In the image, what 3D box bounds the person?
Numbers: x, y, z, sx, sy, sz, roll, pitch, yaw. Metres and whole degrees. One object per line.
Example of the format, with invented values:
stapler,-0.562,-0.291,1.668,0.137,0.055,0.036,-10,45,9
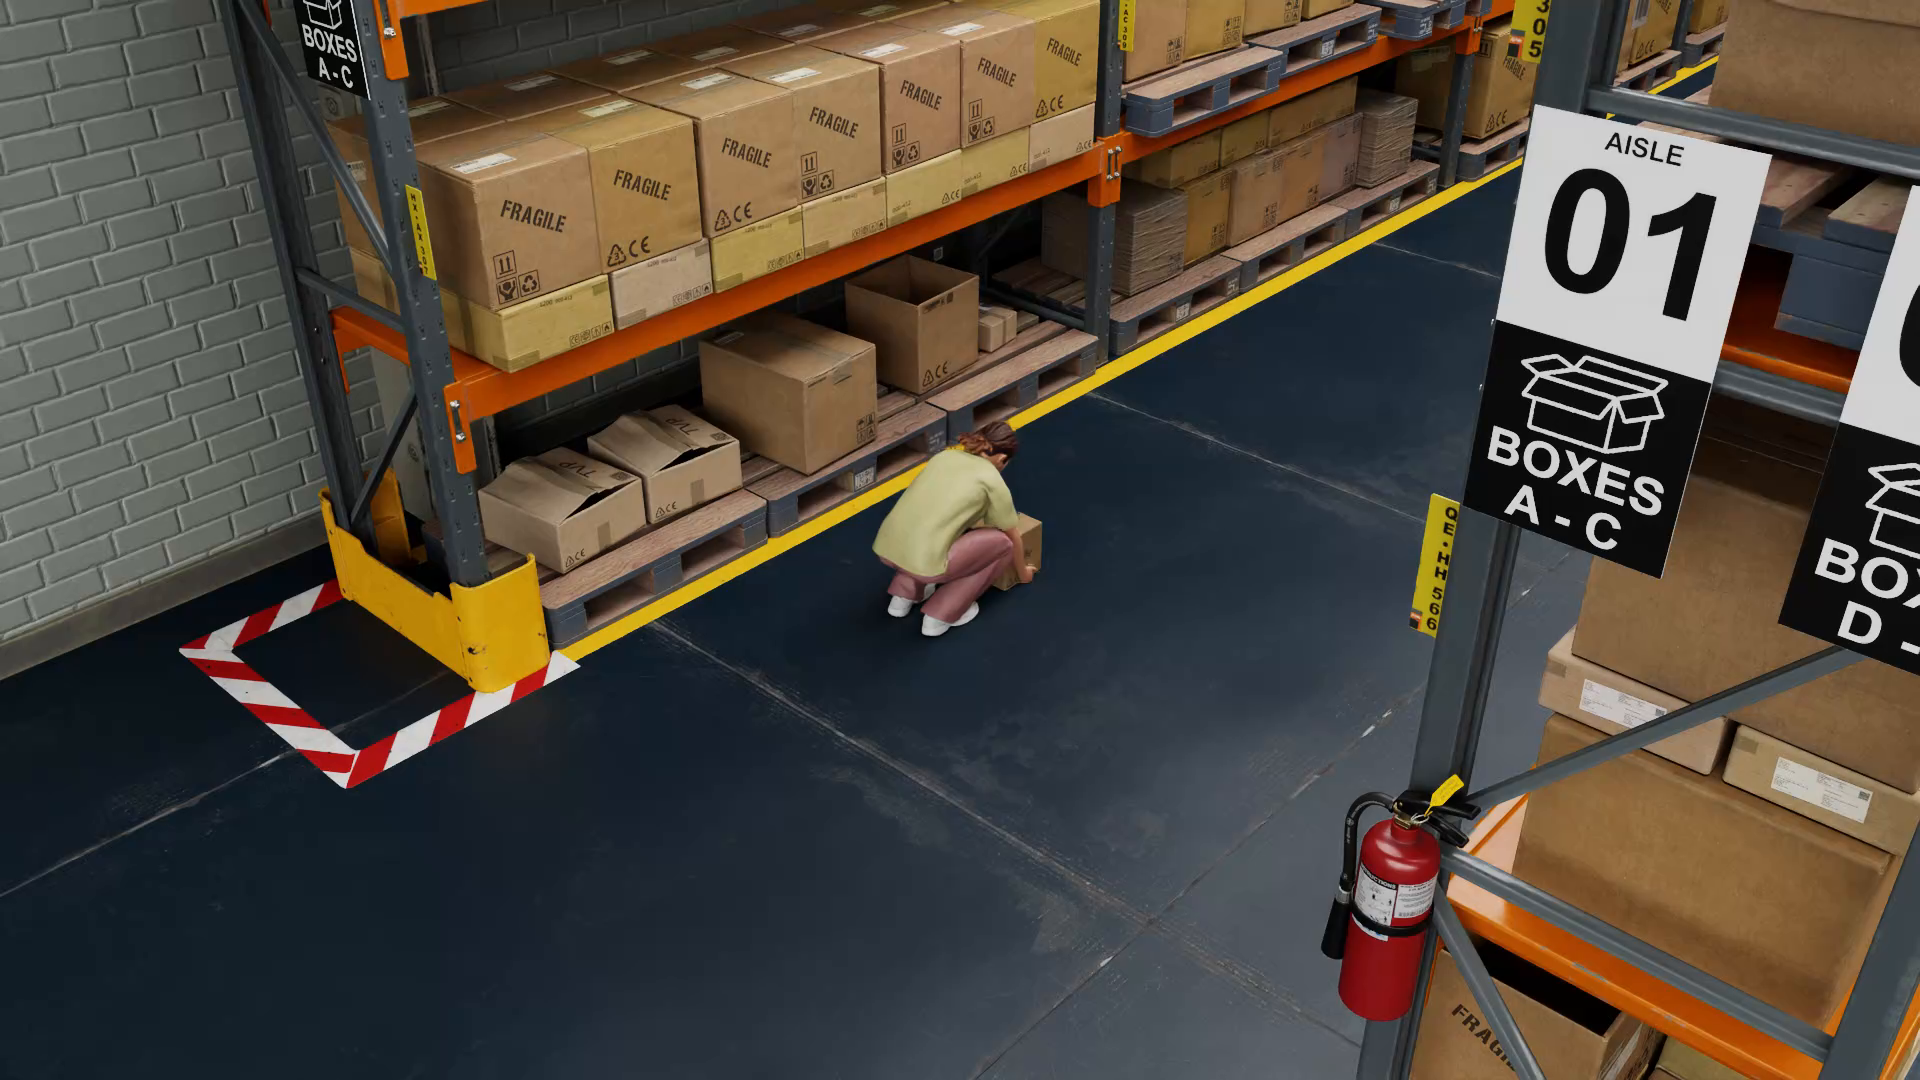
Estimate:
person,-0.020,-0.039,7.157,0.476,0.806,0.833,25,39,35
